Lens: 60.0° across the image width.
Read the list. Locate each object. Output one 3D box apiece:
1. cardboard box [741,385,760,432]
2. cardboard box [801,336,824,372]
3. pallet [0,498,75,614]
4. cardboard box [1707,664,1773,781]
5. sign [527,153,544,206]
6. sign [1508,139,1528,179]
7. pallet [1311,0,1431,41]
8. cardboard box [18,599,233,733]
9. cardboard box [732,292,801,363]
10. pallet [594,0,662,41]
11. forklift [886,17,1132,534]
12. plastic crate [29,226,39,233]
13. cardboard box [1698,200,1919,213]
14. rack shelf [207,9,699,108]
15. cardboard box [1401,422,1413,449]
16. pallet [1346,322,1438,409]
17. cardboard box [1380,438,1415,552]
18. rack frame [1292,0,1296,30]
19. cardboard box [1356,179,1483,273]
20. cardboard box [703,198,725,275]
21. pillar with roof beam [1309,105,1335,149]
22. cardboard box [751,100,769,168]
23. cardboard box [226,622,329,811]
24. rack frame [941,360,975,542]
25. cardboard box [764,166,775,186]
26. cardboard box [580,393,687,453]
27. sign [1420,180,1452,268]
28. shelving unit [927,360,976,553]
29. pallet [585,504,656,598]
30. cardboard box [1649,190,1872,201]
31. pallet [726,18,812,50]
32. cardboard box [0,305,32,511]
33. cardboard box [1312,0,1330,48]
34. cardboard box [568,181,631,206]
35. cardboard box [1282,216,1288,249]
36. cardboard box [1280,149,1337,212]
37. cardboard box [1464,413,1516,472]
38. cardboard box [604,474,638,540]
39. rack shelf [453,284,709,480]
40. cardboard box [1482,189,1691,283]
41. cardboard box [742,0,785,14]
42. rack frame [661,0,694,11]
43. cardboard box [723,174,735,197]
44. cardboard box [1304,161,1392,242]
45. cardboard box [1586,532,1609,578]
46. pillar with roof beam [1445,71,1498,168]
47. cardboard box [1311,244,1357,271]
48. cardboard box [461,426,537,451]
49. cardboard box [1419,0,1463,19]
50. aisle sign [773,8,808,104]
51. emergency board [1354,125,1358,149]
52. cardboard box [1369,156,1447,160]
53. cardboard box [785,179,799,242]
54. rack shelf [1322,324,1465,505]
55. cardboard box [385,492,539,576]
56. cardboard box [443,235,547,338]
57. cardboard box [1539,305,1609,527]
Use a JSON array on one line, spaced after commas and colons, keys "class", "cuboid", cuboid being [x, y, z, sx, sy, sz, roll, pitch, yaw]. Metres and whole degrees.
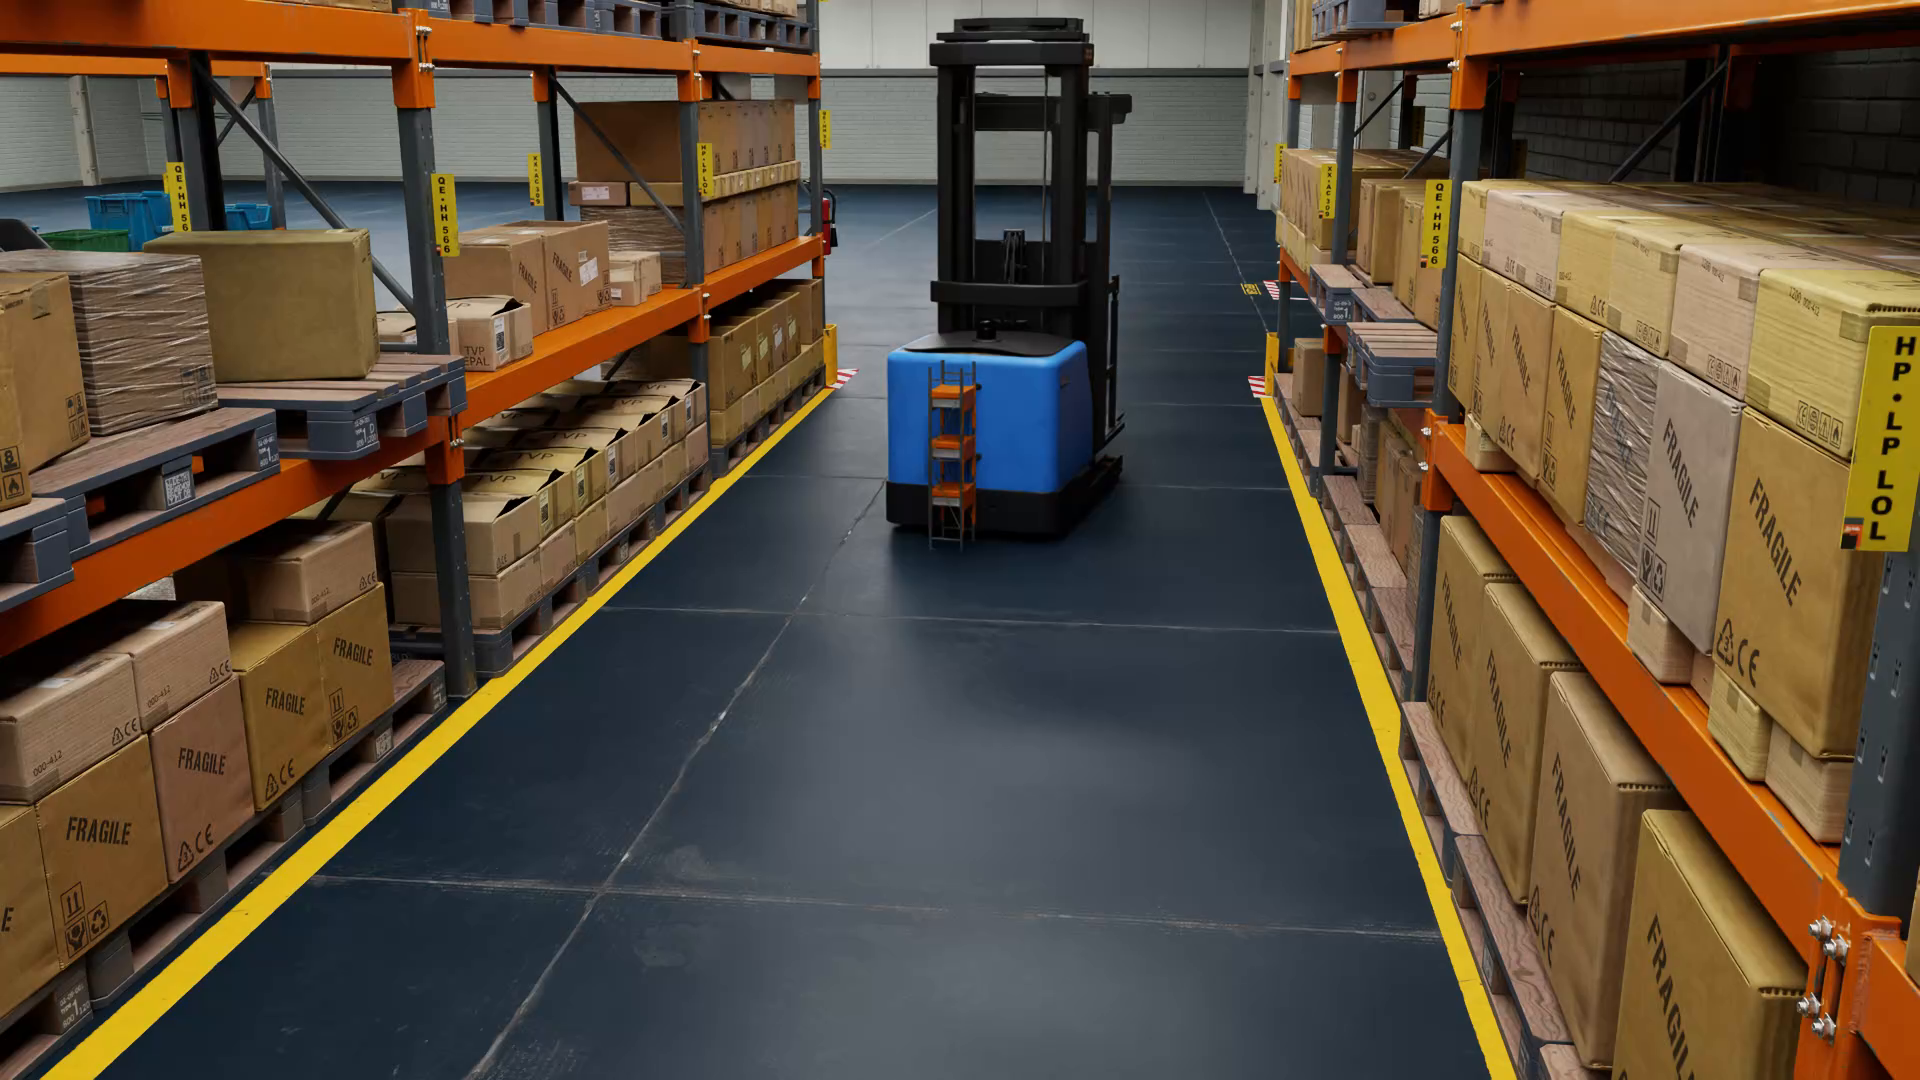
[{"class": "cardboard box", "cuboid": [-1.734, -0.944, 11.869, 0.500, 0.250, 0.500, 2, 15, 6]}, {"class": "cardboard box", "cuboid": [-1.465, -1.593, 14.268, 0.500, 0.250, 0.500, 2, 15, 6]}, {"class": "pallet", "cuboid": [-2.853, 0.136, 3.780, 1.003, 0.211, 1.213, 2, 15, 6]}, {"class": "cardboard box", "cuboid": [1.633, 0.342, 3.095, 0.380, 0.149, 0.250, 2, 15, 7]}, {"class": "sign", "cuboid": [-2.701, -2.300, 10.610, 0.100, 0.325, 0.005, 2, 15, 6]}, {"class": "sign", "cuboid": [3.325, -2.226, 9.930, 0.100, 0.325, 0.005, 2, 15, 6]}, {"class": "pallet", "cuboid": [2.598, -2.883, 9.191, 1.213, 0.211, 1.003, 2, 15, 6]}, {"class": "cardboard box", "cuboid": [-2.586, 0.372, 5.050, 0.500, 0.250, 0.500, 1, 15, 5]}, {"class": "cardboard box", "cuboid": [-1.561, -1.695, 13.209, 0.500, 0.500, 0.500, 2, 15, 6]}, {"class": "pallet", "cuboid": [-2.236, -2.954, 9.460, 0.805, 0.209, 1.217, 1, 15, 4]}, {"class": "forklift", "cuboid": [0.463, -1.791, 10.669, 1.130, 2.935, 3.031, 4, 16, 15]}, {"class": "plastic crate", "cuboid": [-7.215, -2.198, 12.328, 0.499, 0.251, 0.616, 2, 15, 6]}, {"class": "cardboard box", "cuboid": [2.406, -0.816, 4.698, 0.500, 0.250, 0.500, 1, 15, 5]}, {"class": "rack shelf", "cuboid": [-2.375, -2.410, 8.458, 1.077, 0.370, 4.000, 2, 15, 6]}, {"class": "cardboard box", "cuboid": [2.606, -0.610, 8.679, 0.500, 0.250, 0.500, 1, 15, 5]}, {"class": "pallet", "cuboid": [2.297, -0.741, 7.022, 1.213, 0.211, 1.003, 2, 15, 6]}, {"class": "cardboard box", "cuboid": [2.601, -0.230, 8.713, 0.700, 0.500, 0.500, 2, 15, 7]}, {"class": "rack frame", "cuboid": [3.225, -5.616, 13.192, 1.000, 3.000, 0.127, 2, 15, 6]}, {"class": "cardboard box", "cuboid": [2.682, -1.812, 9.583, 0.700, 0.500, 0.500, 2, 15, 6]}, {"class": "cardboard box", "cuboid": [-2.052, -2.128, 11.594, 0.700, 0.500, 0.500, 2, 15, 6]}, {"class": "pillar with roof beam", "cuboid": [1.082, -8.648, 24.405, 9.100, 9.000, 0.400, 2, 15, 6]}, {"class": "cardboard box", "cuboid": [-1.879, -3.138, 12.843, 0.700, 0.500, 0.500, 2, 15, 6]}, {"class": "cardboard box", "cuboid": [-2.531, 0.588, 5.687, 0.500, 0.500, 0.500, 1, 15, 4]}, {"class": "rack frame", "cuboid": [-0.010, -0.504, 9.515, 0.200, 1.050, 0.008, 4, 16, 16]}, {"class": "cardboard box", "cuboid": [-1.668, -2.854, 13.036, 0.380, 0.149, 0.250, 2, 15, 8]}, {"class": "cardboard box", "cuboid": [-1.962, -0.725, 9.986, 0.500, 0.311, 0.500, 2, 15, 8]}, {"class": "sign", "cuboid": [1.782, -1.179, 6.211, 0.100, 0.325, 0.005, 2, 15, 6]}, {"class": "shelving unit", "cuboid": [-0.045, -0.474, 9.402, 0.215, 1.050, 0.252, 4, 16, 16]}, {"class": "pallet", "cuboid": [-2.328, 0.028, 9.154, 1.003, 0.211, 1.213, 2, 15, 6]}, {"class": "cardboard box", "cuboid": [2.467, -0.949, 5.189, 0.500, 0.250, 0.500, 1, 15, 4]}, {"class": "pallet", "cuboid": [-1.803, -4.088, 13.455, 1.003, 0.211, 1.213, 2, 15, 6]}, {"class": "cardboard box", "cuboid": [-2.761, -0.300, 4.029, 0.700, 0.500, 0.500, 4, 16, 15]}, {"class": "cardboard box", "cuboid": [2.679, -3.602, 11.262, 0.500, 0.500, 0.500, 1, 15, 4]}, {"class": "cardboard box", "cuboid": [-2.331, -2.266, 10.861, 0.380, 0.149, 0.250, 2, 15, 6]}, {"class": "cardboard box", "cuboid": [2.810, -2.405, 13.059, 0.500, 0.250, 0.500, 1, 15, 5]}, {"class": "cardboard box", "cuboid": [2.872, -2.904, 13.469, 0.500, 0.500, 0.500, 2, 15, 6]}, {"class": "cardboard box", "cuboid": [1.904, -0.323, 5.555, 0.380, 0.149, 0.250, 2, 15, 8]}, {"class": "cardboard box", "cuboid": [-2.083, -0.191, 9.085, 0.500, 0.250, 0.500, 2, 15, 7]}, {"class": "rack shelf", "cuboid": [-2.375, -0.962, 8.850, 1.077, 0.370, 4.000, 2, 15, 6]}, {"class": "cardboard box", "cuboid": [1.955, -0.959, 5.226, 0.500, 0.250, 0.500, 1, 15, 5]}, {"class": "cardboard box", "cuboid": [-1.628, -4.090, 12.391, 0.500, 0.311, 0.500, 4, 16, 13]}, {"class": "rack frame", "cuboid": [-2.149, -4.724, 9.891, 1.000, 3.000, 0.127, 2, 15, 6]}, {"class": "cardboard box", "cuboid": [-1.812, -2.518, 11.793, 0.380, 0.149, 0.250, 1, 15, 4]}, {"class": "cardboard box", "cuboid": [2.570, -2.243, 11.024, 0.500, 0.500, 0.500, 2, 15, 6]}, {"class": "cardboard box", "cuboid": [1.856, 0.011, 4.317, 0.380, 0.149, 0.250, 2, 15, 8]}, {"class": "pillar with roof beam", "cuboid": [-0.272, -5.536, 12.895, 9.100, 9.000, 0.400, 2, 15, 6]}, {"class": "cardboard box", "cuboid": [2.526, -1.752, 10.642, 0.500, 0.250, 0.500, 2, 15, 6]}, {"class": "cardboard box", "cuboid": [-2.615, -0.475, 9.061, 0.500, 0.311, 0.500, 2, 15, 8]}, {"class": "cardboard box", "cuboid": [2.135, -2.254, 6.639, 0.500, 0.311, 0.500, 2, 15, 6]}, {"class": "aisle sign", "cuboid": [-1.398, -4.128, 14.203, 0.394, 0.787, 0.004, 2, 15, 6]}, {"class": "emergency board", "cuboid": [4.999, -4.709, 21.330, 0.194, 1.169, 0.643, 2, 15, 6]}, {"class": "cardboard box", "cuboid": [3.205, -2.496, 11.958, 0.500, 0.500, 0.500, 2, 15, 7]}, {"class": "cardboard box", "cuboid": [-1.763, -2.793, 14.051, 0.700, 0.500, 0.500, 2, 15, 6]}, {"class": "rack shelf", "cuboid": [2.548, -0.817, 8.314, 1.077, 0.370, 4.000, 2, 15, 6]}, {"class": "cardboard box", "cuboid": [-2.249, -0.063, 7.539, 0.500, 0.311, 0.500, 2, 15, 8]}, {"class": "cardboard box", "cuboid": [-2.427, -1.274, 8.436, 0.500, 0.500, 0.500, 1, 15, 3]}, {"class": "cardboard box", "cuboid": [1.837, -0.329, 4.331, 0.500, 0.500, 0.500, 2, 15, 8]}]
